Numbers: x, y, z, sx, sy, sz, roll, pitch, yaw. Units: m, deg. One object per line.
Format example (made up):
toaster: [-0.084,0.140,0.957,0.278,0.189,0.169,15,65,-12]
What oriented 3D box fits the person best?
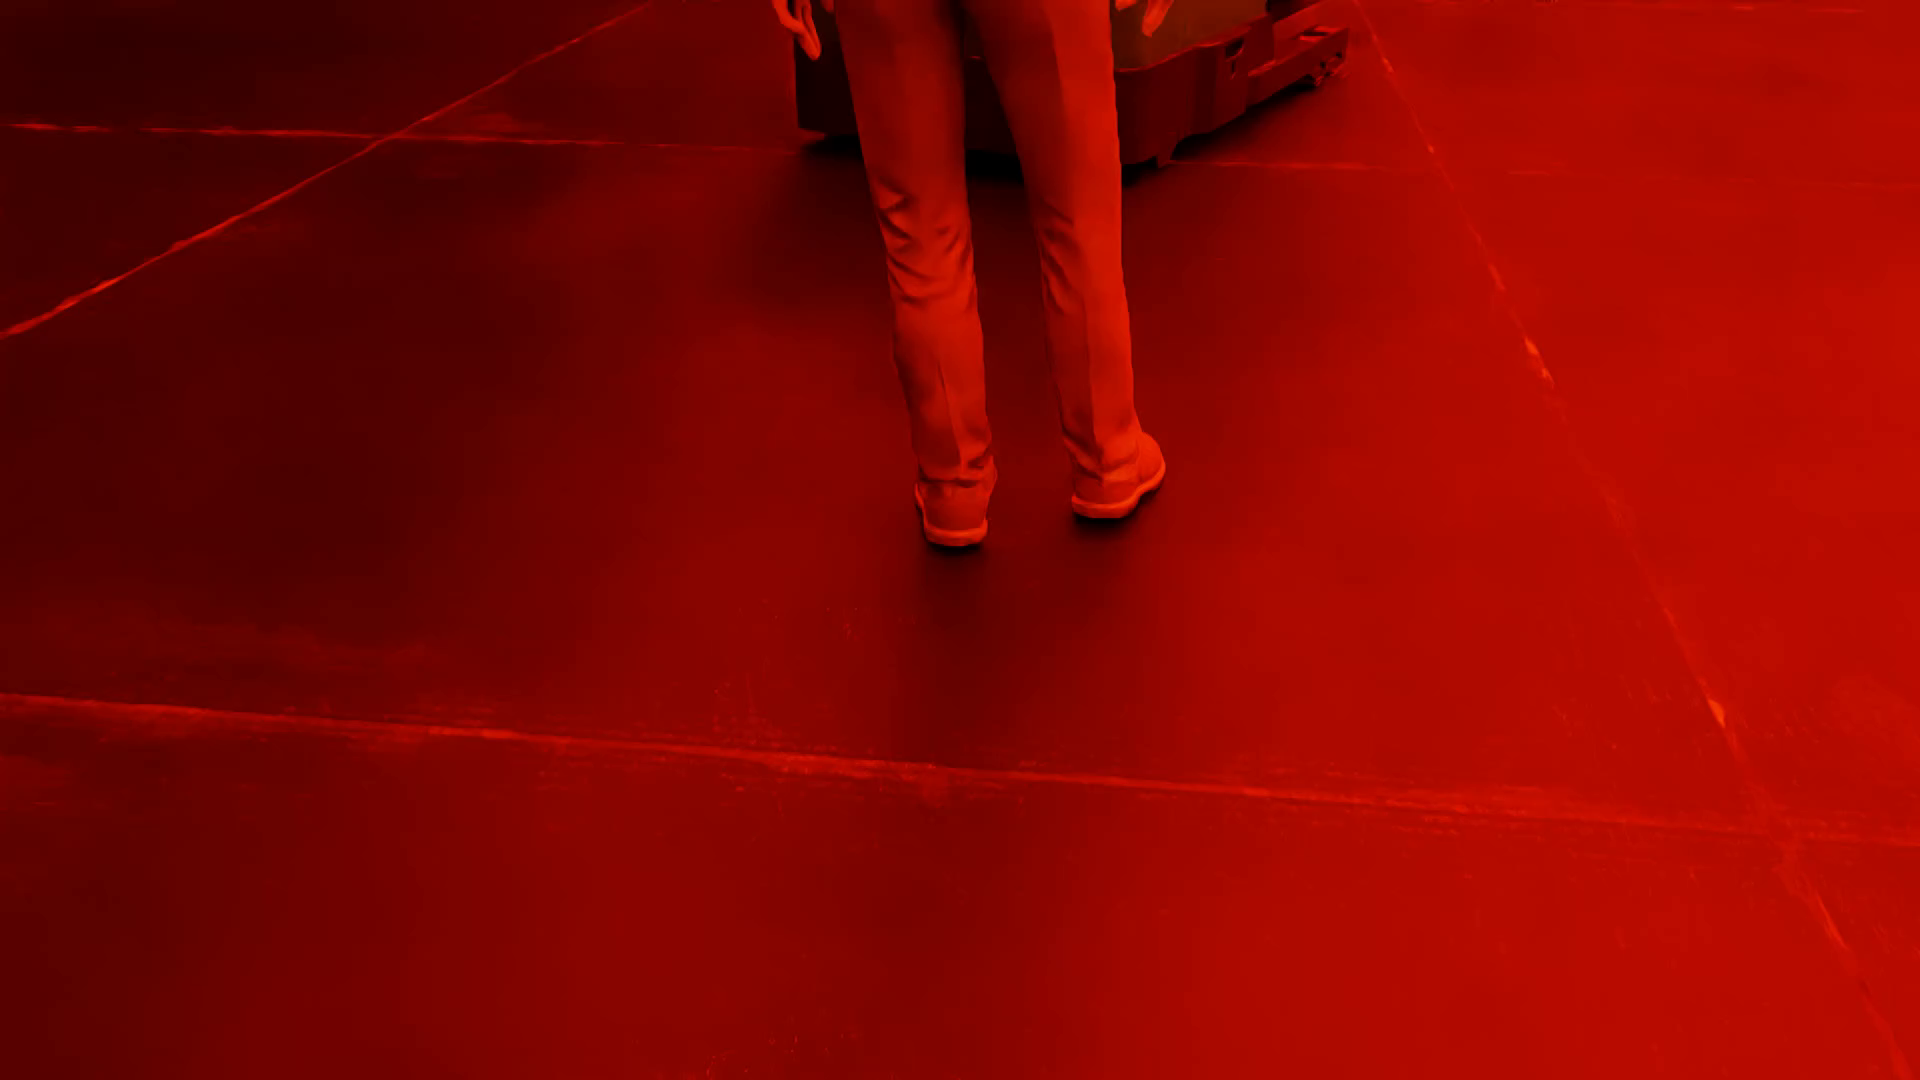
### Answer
person: [0.016,-0.795,2.178,0.586,1.695,0.533,3,27,7]

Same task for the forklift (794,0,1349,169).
forklift: [0.670,-2.895,5.020,1.130,2.935,3.031,13,29,24]
